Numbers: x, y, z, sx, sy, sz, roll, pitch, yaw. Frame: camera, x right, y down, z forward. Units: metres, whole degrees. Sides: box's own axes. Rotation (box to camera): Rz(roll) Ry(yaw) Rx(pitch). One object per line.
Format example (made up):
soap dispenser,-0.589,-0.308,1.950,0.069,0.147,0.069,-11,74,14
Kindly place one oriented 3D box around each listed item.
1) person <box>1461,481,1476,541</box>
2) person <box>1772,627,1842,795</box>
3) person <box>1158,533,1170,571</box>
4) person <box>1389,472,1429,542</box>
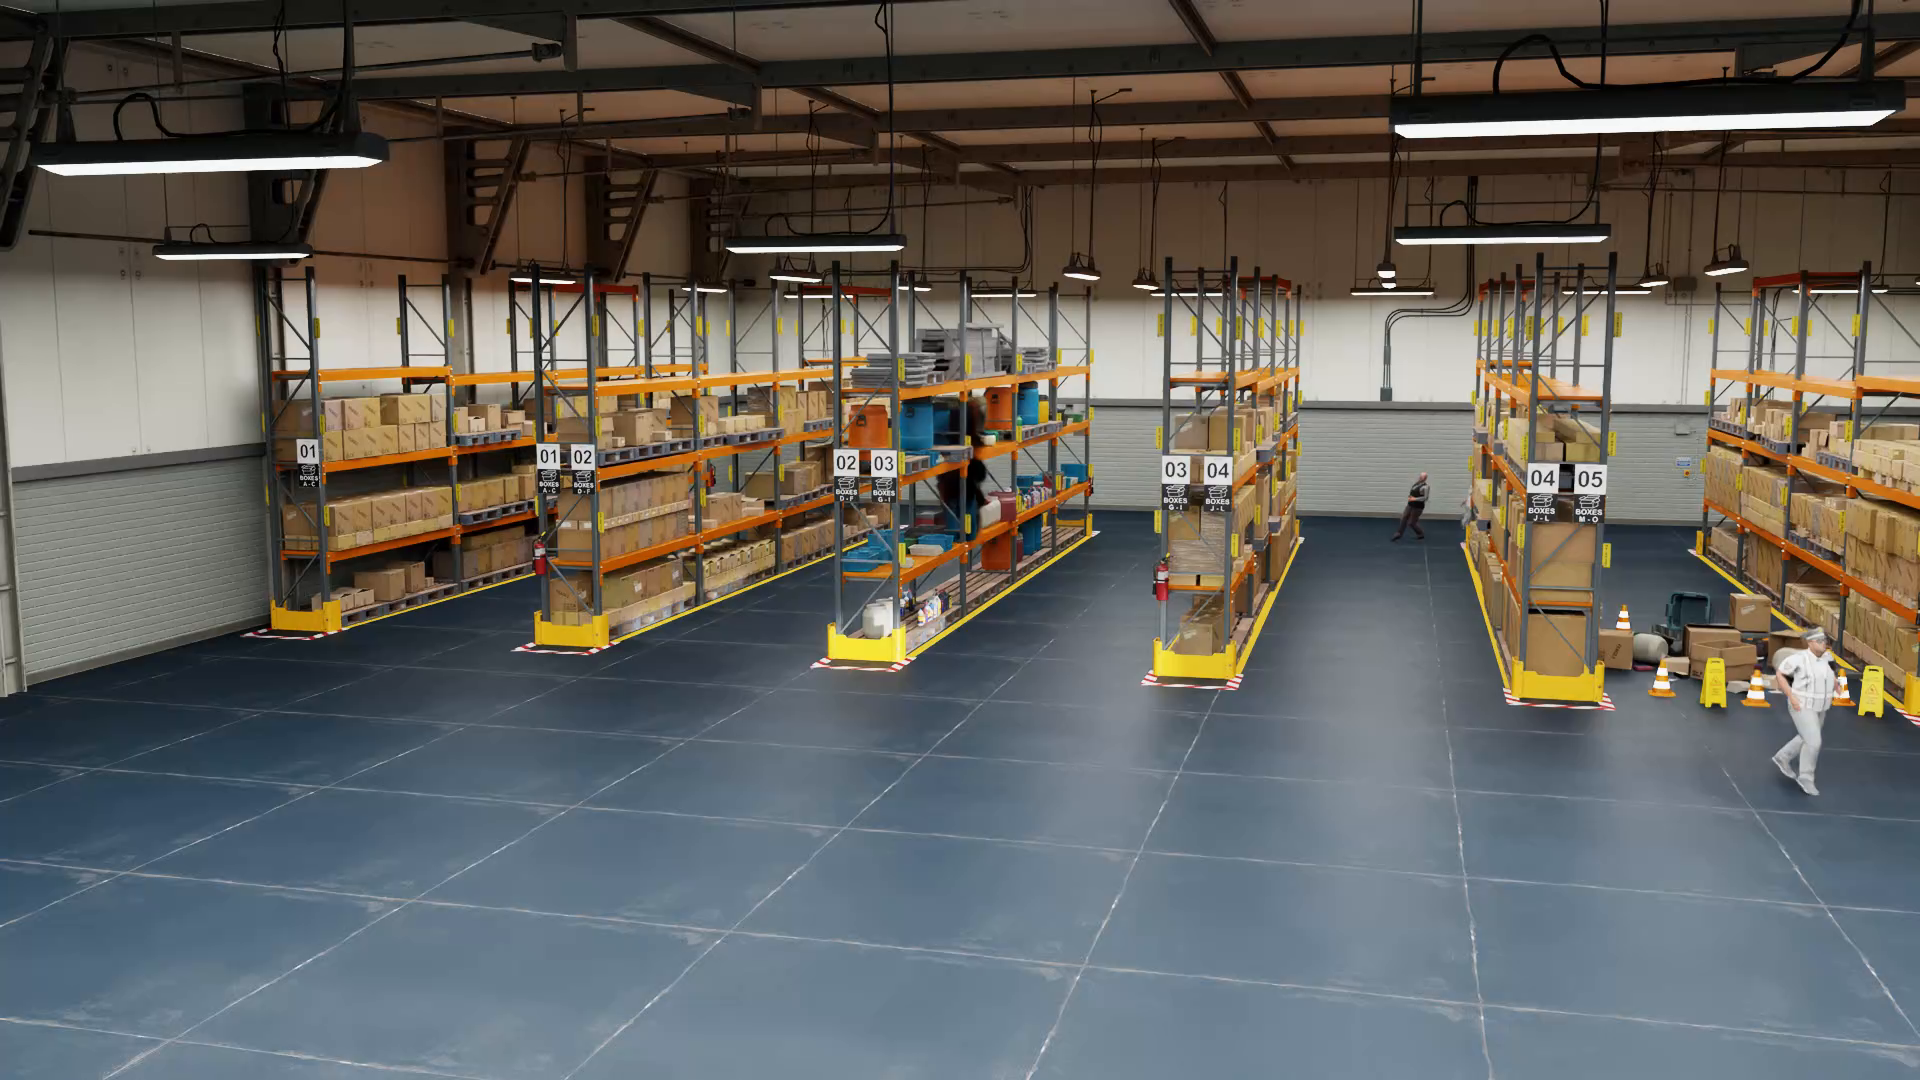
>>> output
person,12.054,-0.781,39.012,0.524,1.723,0.713,0,7,-3
person,9.256,1.842,18.210,0.668,1.865,0.750,-3,8,-22
person,4.168,-0.031,32.491,0.716,1.699,1.016,1,7,8
person,10.576,-0.760,38.875,0.801,1.665,0.774,-2,7,-13
